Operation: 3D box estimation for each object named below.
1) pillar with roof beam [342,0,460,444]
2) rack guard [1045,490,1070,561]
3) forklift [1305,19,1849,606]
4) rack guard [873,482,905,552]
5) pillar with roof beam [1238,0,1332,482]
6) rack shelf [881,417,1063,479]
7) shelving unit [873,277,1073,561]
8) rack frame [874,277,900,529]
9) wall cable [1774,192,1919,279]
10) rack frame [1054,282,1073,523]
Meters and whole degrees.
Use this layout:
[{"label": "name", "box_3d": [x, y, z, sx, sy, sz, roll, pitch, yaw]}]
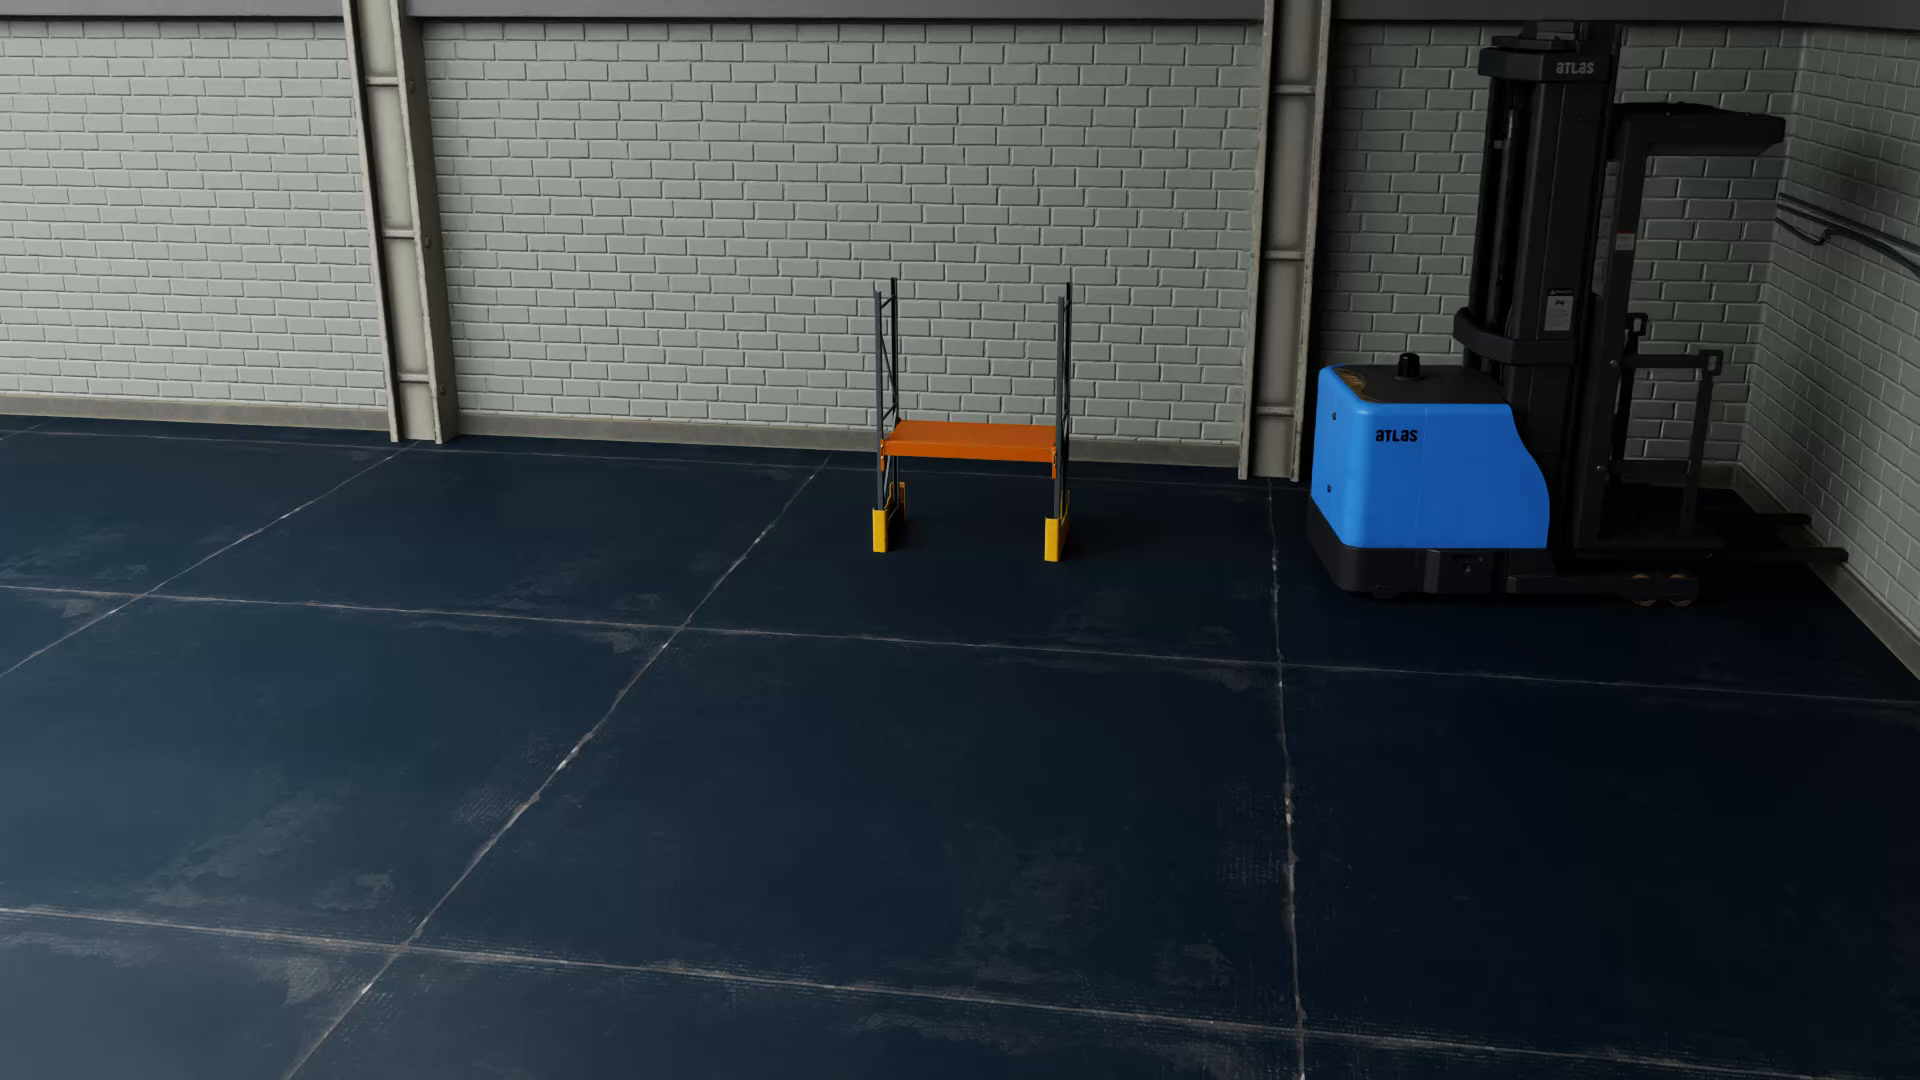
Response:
[{"label": "pillar with roof beam", "box_3d": [-4.541, -3.663, 6.567, 0.400, 9.000, 9.100, 3, 19, 9]}, {"label": "rack guard", "box_3d": [0.567, -0.090, 9.677, 0.087, 0.250, 0.587, 3, 19, 9]}, {"label": "forklift", "box_3d": [3.520, -1.212, 8.806, 3.031, 2.935, 1.130, 0, 19, 0]}, {"label": "rack guard", "box_3d": [-0.416, -0.140, 9.827, 0.087, 0.250, 0.587, 3, 19, 9]}, {"label": "pillar with roof beam", "box_3d": [1.383, -3.361, 5.665, 0.400, 9.000, 9.100, 3, 19, 9]}, {"label": "rack shelf", "box_3d": [0.084, -0.536, 9.609, 1.000, 0.185, 0.538, 3, 19, 9]}, {"label": "shelving unit", "box_3d": [0.075, -0.707, 9.554, 1.083, 1.500, 0.587, 3, 19, 9]}, {"label": "rack frame", "box_3d": [-0.418, -0.733, 9.629, 0.032, 1.500, 0.500, 3, 19, 9]}, {"label": "wall cable", "box_3d": [4.764, -2.674, 8.507, 0.112, 2.526, 3.097, 3, 19, 9]}, {"label": "rack frame", "box_3d": [0.586, -0.681, 9.476, 0.032, 1.500, 0.500, 3, 19, 9]}]
